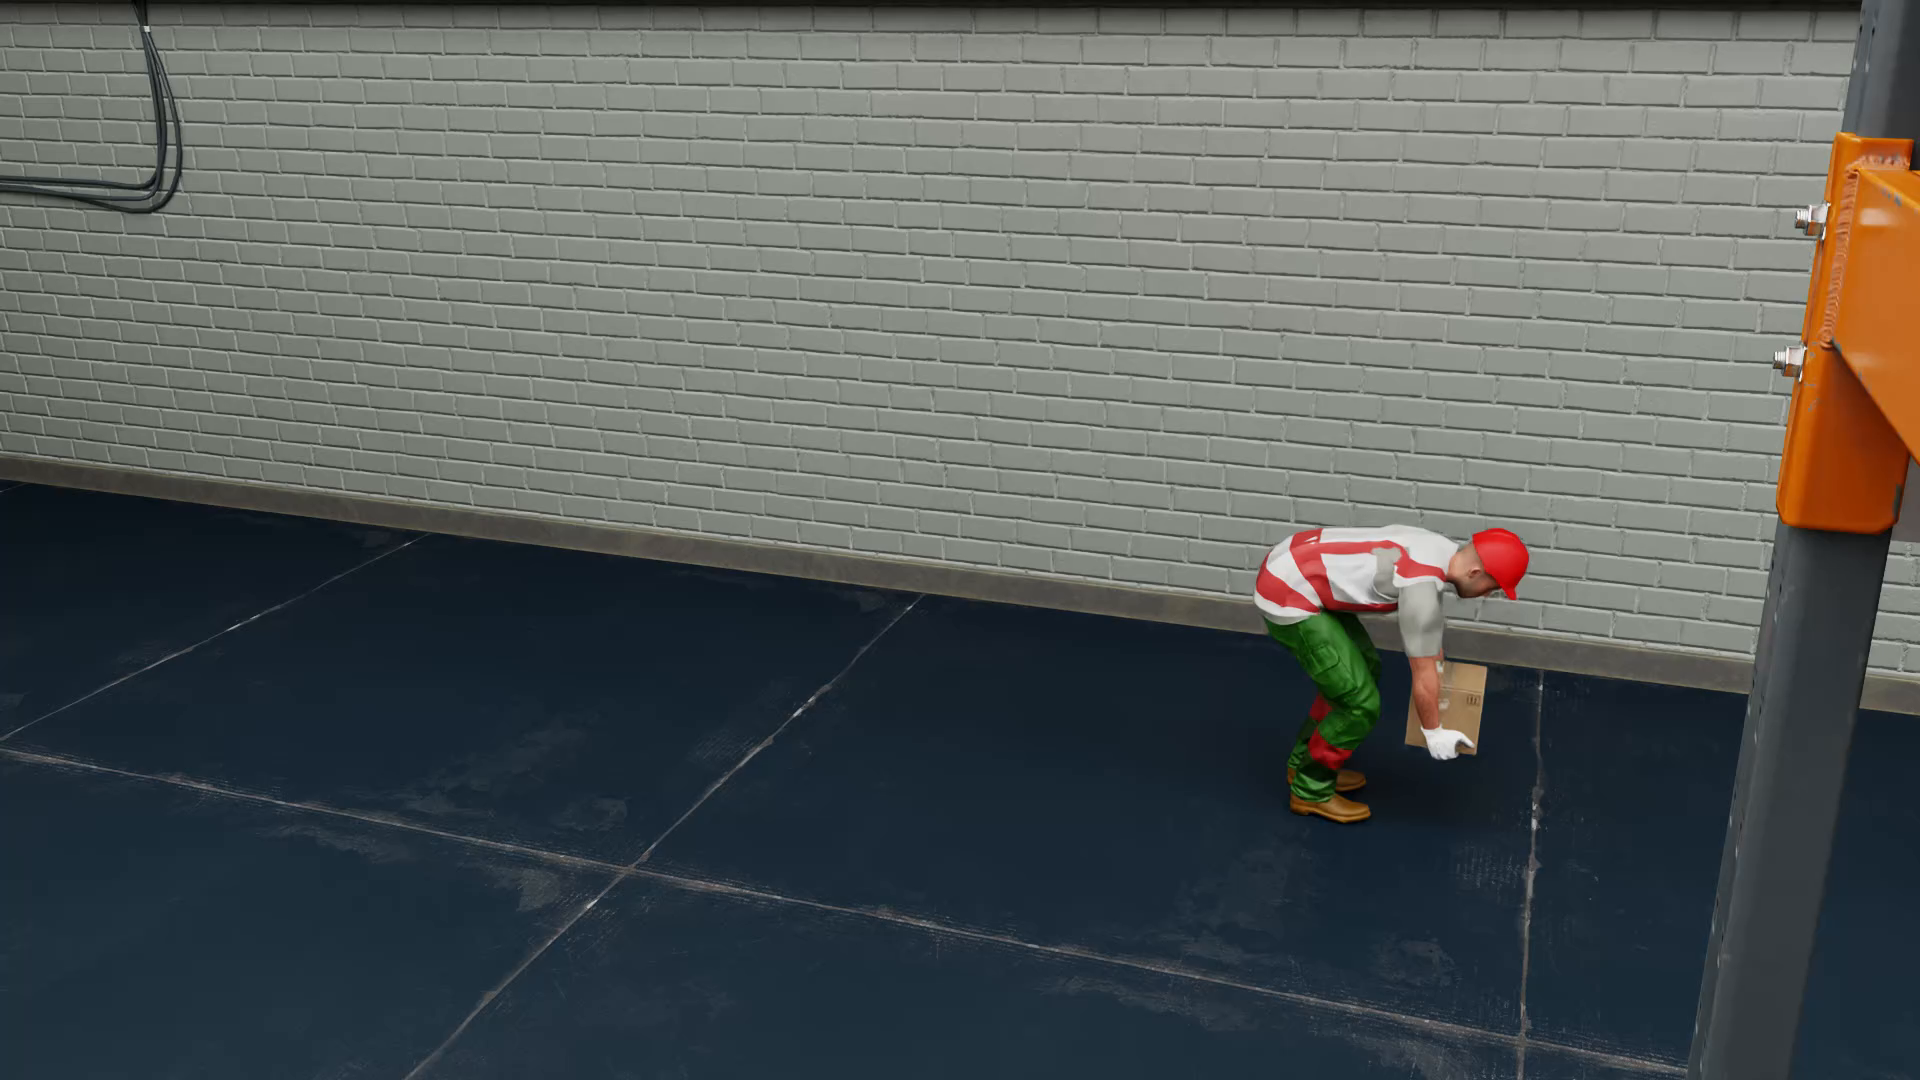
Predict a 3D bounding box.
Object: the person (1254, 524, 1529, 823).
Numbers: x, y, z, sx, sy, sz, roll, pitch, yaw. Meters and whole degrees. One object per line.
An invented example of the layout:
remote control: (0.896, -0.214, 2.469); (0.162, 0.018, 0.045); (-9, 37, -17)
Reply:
person: (1.551, 0.470, 6.140); (0.950, 1.135, 0.517); (5, 19, 16)
